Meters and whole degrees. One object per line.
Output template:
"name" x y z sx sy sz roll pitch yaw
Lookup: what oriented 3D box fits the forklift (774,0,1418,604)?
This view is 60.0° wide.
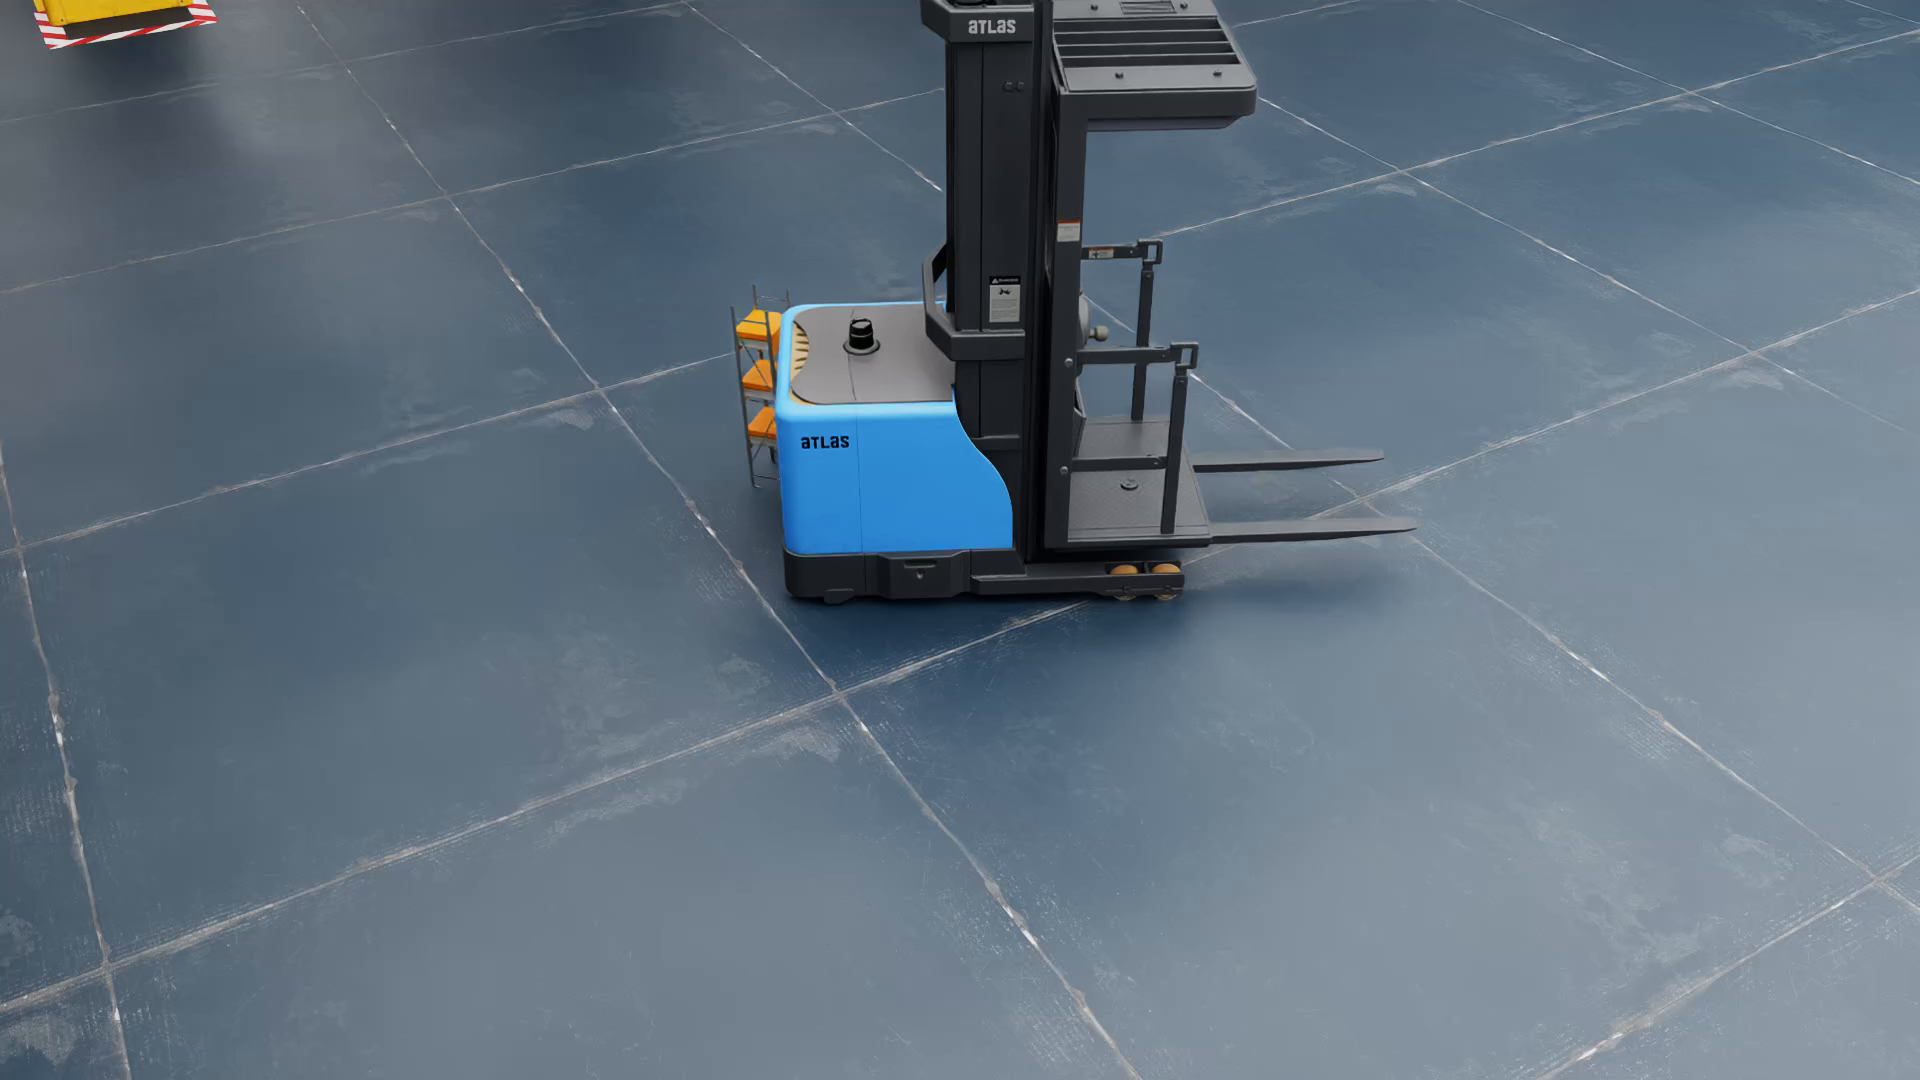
"forklift" 0.665 -1.212 7.424 3.031 2.935 1.130 -2 36 -3

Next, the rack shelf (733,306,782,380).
"rack shelf" -0.966 -0.977 8.229 0.215 0.259 0.240 11 37 17

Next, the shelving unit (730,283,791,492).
"shelving unit" -0.959 -0.755 8.388 0.215 1.050 0.252 11 37 17

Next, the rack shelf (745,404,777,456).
"rack shelf" -0.951 -0.520 8.556 0.215 0.259 0.240 11 37 17

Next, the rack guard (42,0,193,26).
"rack guard" -7.387 -4.872 14.497 1.175 0.500 0.348 -19 40 -24

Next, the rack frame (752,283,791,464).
"rack frame" -0.918 -0.823 8.481 0.200 1.050 0.008 11 37 17

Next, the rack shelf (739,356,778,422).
"rack shelf" -0.959 -0.746 8.394 0.215 0.259 0.240 11 37 17

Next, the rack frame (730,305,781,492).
"rack frame" -1.000 -0.687 8.295 0.200 1.050 0.008 11 37 17
